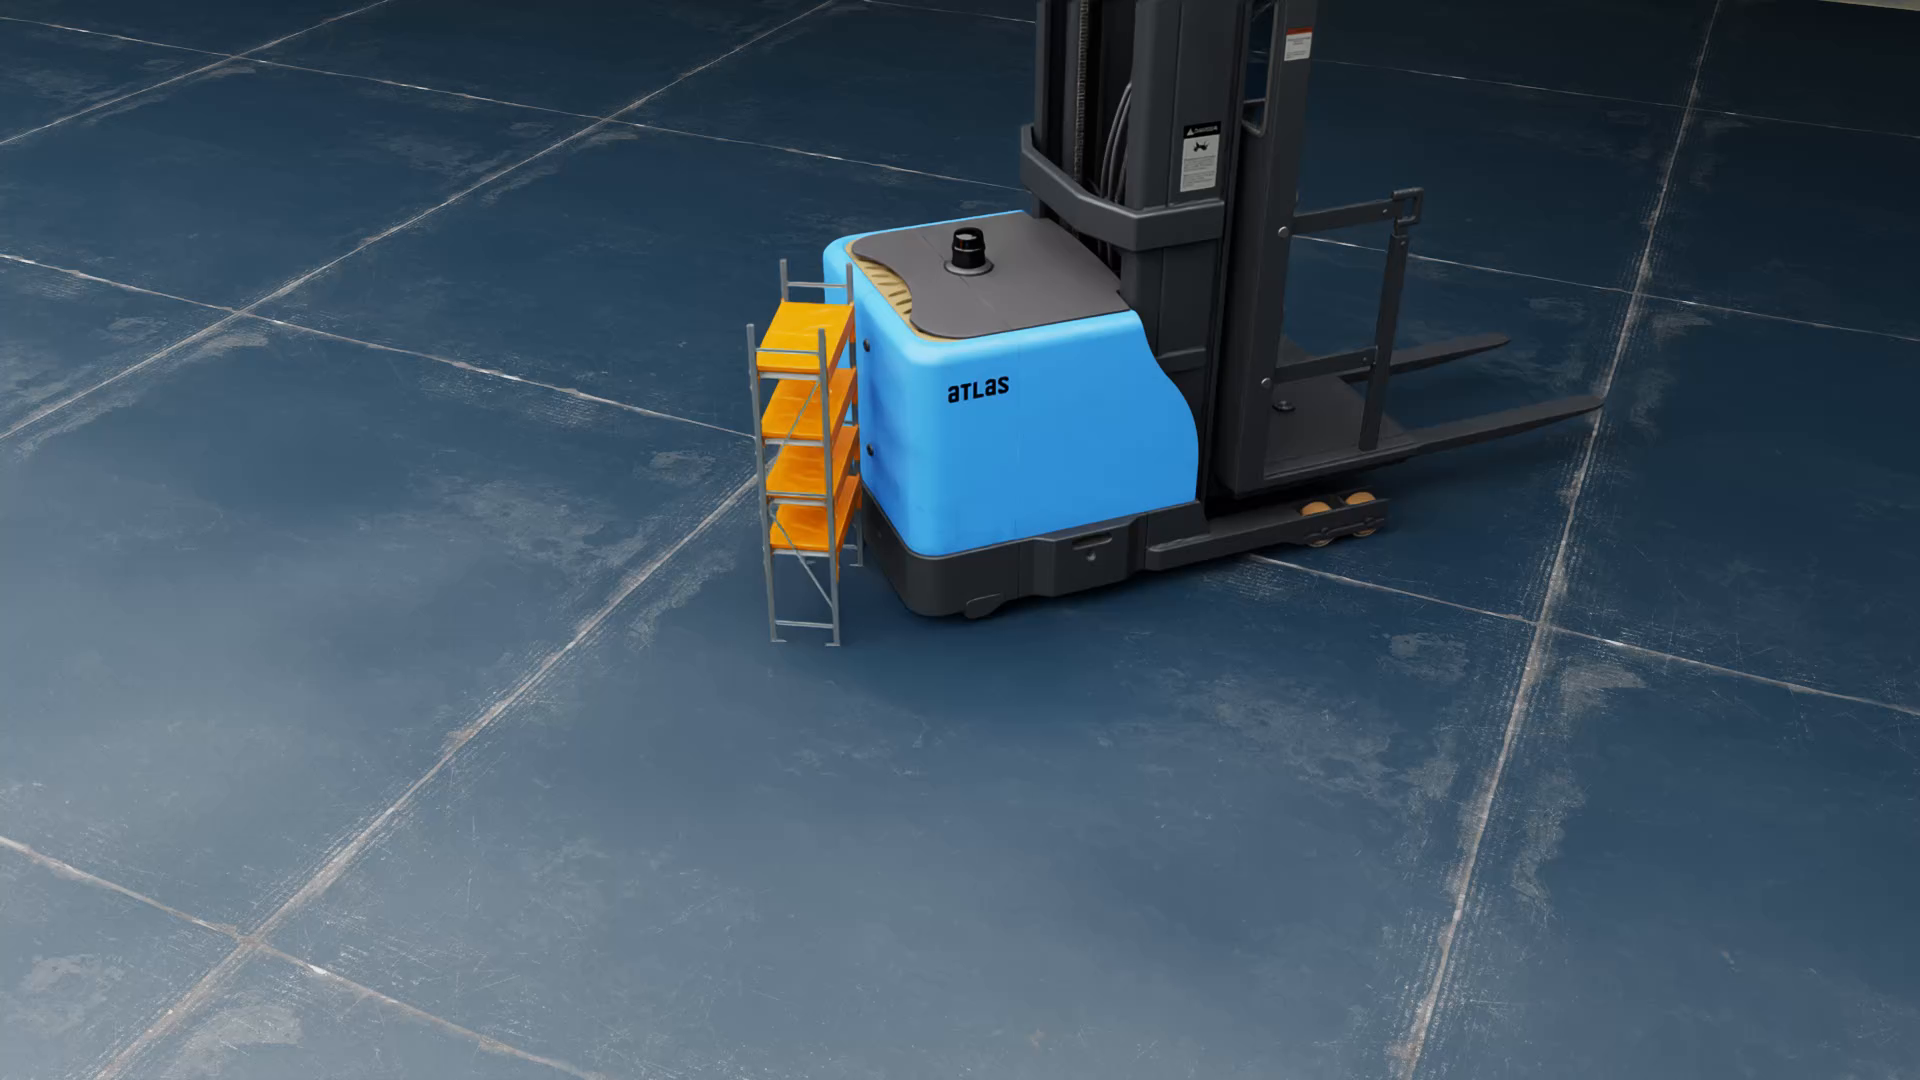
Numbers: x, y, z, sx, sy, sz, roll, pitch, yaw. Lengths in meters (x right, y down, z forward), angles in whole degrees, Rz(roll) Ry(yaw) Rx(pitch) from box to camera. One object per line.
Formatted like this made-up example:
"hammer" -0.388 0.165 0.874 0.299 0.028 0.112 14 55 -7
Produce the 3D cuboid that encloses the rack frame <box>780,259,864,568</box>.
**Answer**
"rack frame" -0.472 -0.411 5.782 0.240 1.200 0.015 4 33 6

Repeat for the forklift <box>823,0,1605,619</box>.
"forklift" 1.067 -1.456 5.798 3.031 2.935 1.130 -12 35 -18

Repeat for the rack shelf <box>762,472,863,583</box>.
"rack shelf" -0.500 -0.056 5.725 0.258 0.148 0.480 4 33 6

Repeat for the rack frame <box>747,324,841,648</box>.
"rack frame" -0.529 -0.145 5.377 0.240 1.200 0.015 4 33 6

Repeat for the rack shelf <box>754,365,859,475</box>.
"rack shelf" -0.500 -0.409 5.494 0.258 0.148 0.480 4 33 6

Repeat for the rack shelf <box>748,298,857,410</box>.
"rack shelf" -0.500 -0.607 5.364 0.258 0.148 0.480 4 33 6

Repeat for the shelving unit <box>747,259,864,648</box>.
"shelving unit" -0.500 -0.278 5.580 0.258 1.200 0.503 4 33 6

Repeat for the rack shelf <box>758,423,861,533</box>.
"rack shelf" -0.500 -0.222 5.617 0.258 0.148 0.480 4 33 6
